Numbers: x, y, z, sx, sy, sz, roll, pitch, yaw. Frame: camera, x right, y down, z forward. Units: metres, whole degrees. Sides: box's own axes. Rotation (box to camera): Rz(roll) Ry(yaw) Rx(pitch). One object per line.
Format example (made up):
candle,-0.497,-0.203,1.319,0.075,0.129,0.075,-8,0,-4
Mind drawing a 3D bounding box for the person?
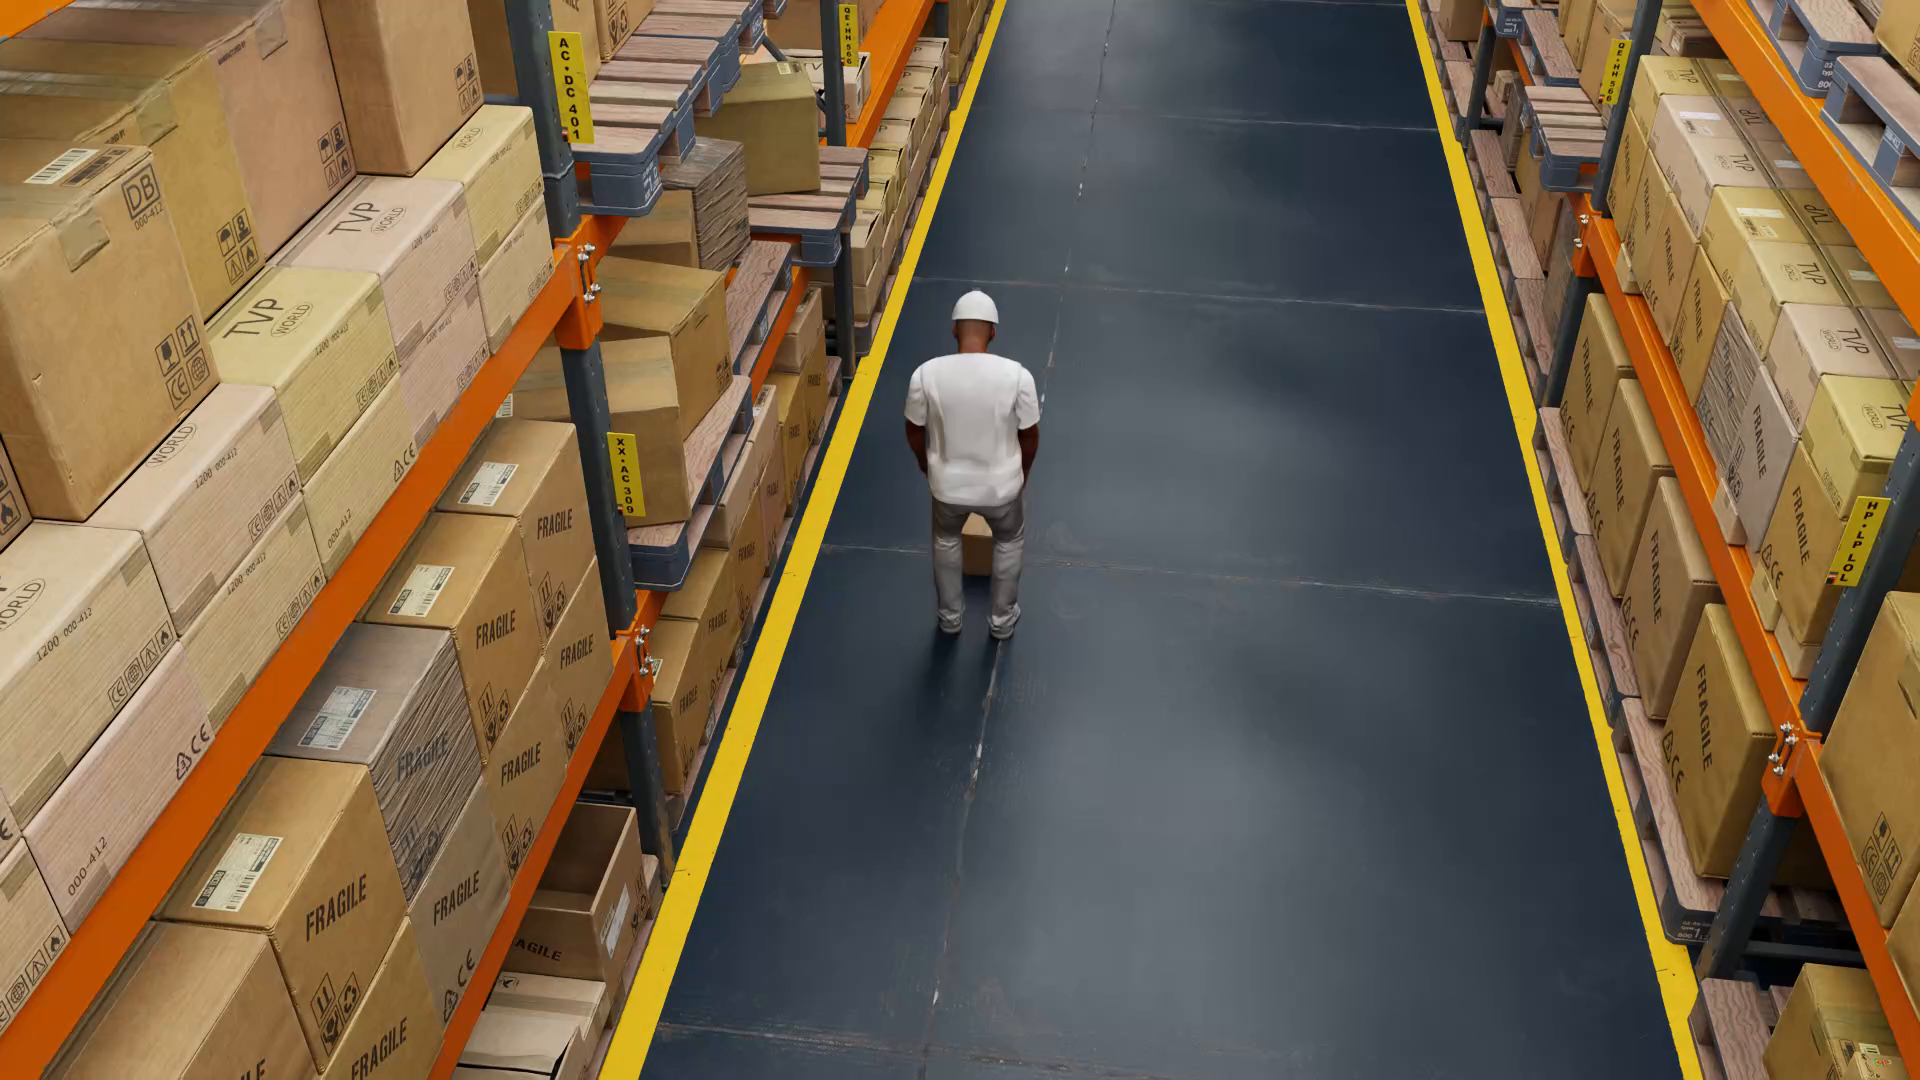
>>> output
person,0.053,-0.306,7.516,0.602,1.682,0.511,5,36,7
